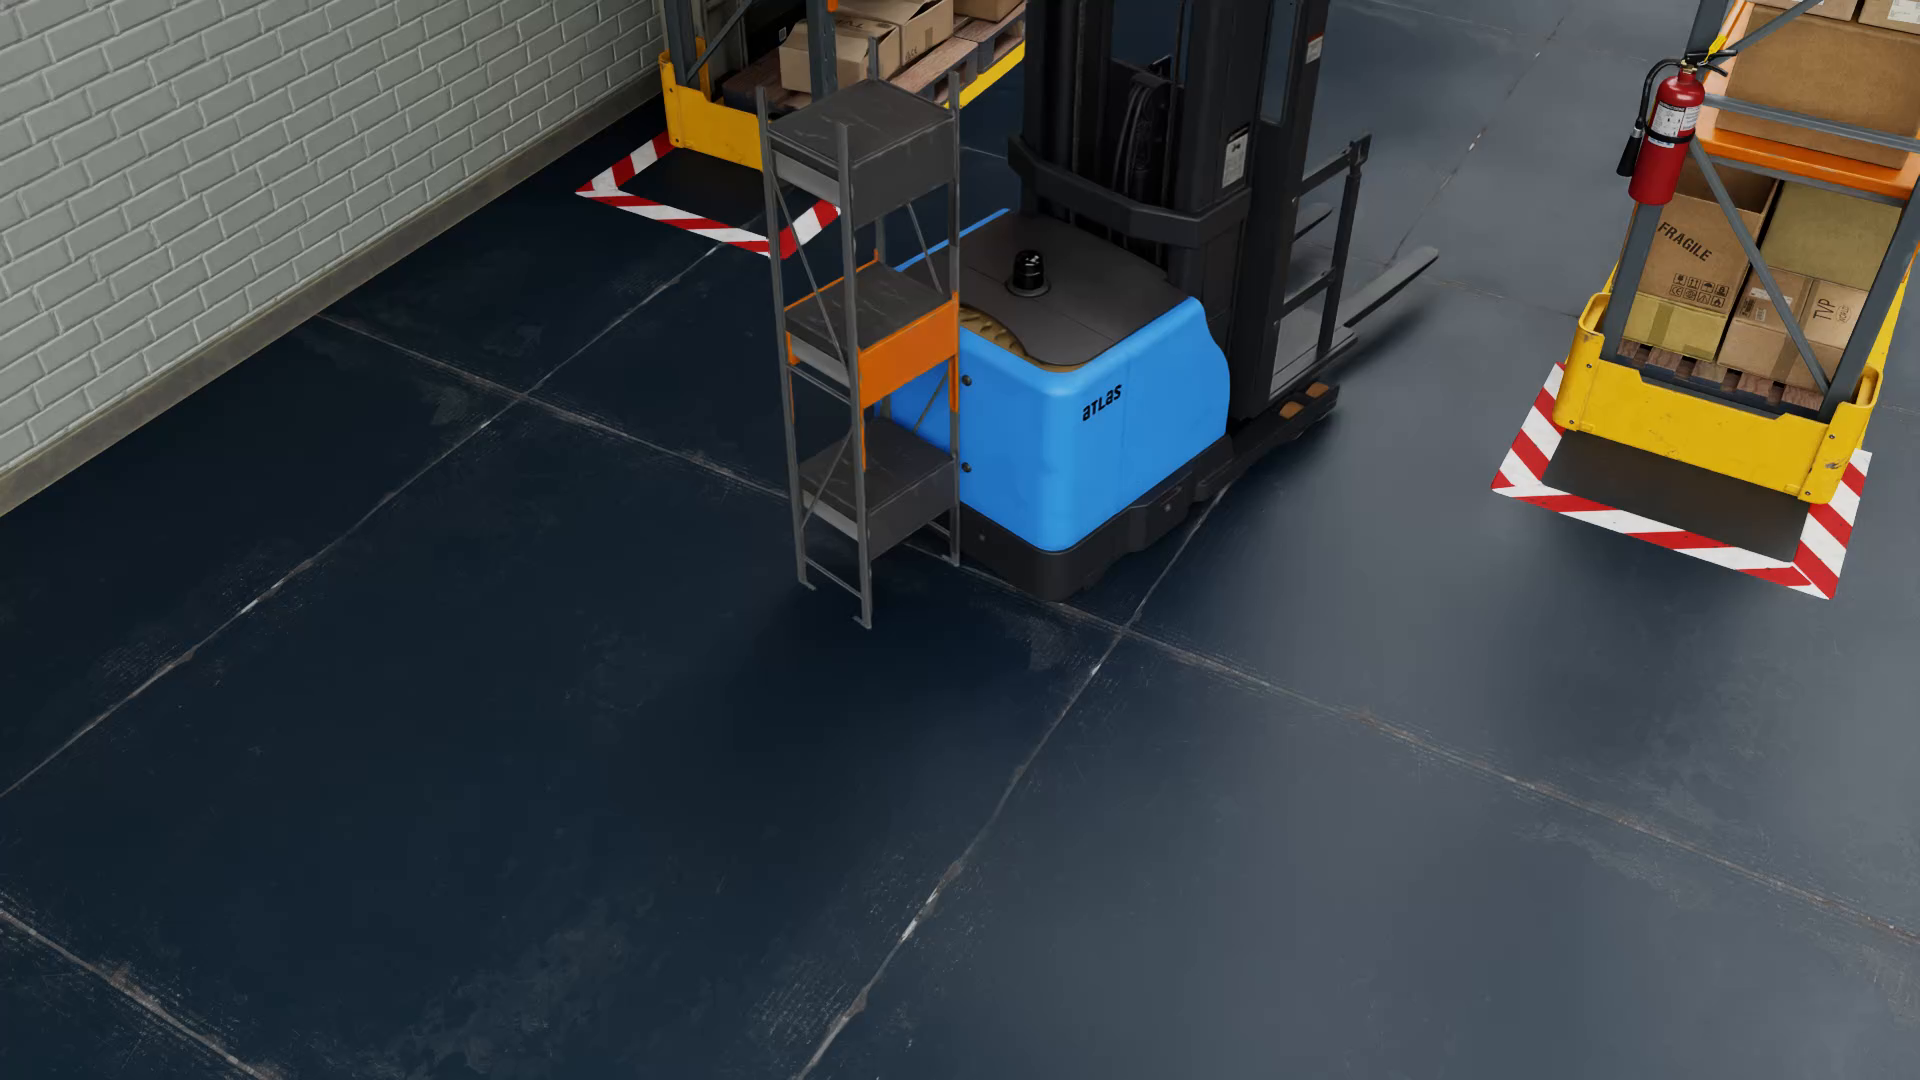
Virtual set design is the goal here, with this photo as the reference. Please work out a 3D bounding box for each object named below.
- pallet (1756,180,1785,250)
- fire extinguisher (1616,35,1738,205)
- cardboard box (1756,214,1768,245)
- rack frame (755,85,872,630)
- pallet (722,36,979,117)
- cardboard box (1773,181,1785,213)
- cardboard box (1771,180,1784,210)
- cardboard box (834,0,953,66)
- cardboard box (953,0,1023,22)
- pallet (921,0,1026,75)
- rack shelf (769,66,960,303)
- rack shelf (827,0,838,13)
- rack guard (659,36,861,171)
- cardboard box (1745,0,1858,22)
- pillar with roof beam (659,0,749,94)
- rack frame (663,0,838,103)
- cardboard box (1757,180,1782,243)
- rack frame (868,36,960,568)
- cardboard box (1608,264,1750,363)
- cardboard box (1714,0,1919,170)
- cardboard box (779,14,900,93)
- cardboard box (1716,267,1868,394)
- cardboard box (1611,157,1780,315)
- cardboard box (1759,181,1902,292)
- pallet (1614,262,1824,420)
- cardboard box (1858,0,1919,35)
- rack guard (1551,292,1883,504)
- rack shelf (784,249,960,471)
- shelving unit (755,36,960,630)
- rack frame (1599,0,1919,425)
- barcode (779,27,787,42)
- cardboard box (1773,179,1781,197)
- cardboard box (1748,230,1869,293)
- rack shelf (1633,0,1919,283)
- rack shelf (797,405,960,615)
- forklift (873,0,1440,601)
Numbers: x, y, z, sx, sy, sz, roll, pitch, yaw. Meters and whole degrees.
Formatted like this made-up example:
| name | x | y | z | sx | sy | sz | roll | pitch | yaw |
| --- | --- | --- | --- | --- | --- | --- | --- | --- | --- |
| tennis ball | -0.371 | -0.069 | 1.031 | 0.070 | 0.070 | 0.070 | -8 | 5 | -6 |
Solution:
| name | x | y | z | sx | sy | sz | roll | pitch | yaw |
| --- | --- | --- | --- | --- | --- | --- | --- | --- | --- |
| pallet | 4.156 | -1.664 | 8.479 | 1.003 | 0.211 | 1.213 | 21 | 45 | 22 |
| fire extinguisher | 2.737 | -1.620 | 6.379 | 0.296 | 0.674 | 0.183 | 21 | 45 | 22 |
| cardboard box | 3.451 | -1.384 | 7.814 | 0.500 | 0.250 | 0.500 | 21 | 45 | 22 |
| rack frame | -0.488 | -0.538 | 5.772 | 0.400 | 2.100 | 0.015 | 32 | 51 | 31 |
| pallet | -0.617 | -2.650 | 9.599 | 1.003 | 0.211 | 1.213 | 21 | 45 | 22 |
| cardboard box | 4.147 | -1.781 | 7.698 | 0.500 | 0.500 | 0.500 | 21 | 45 | 22 |
| cardboard box | 3.951 | -1.956 | 8.464 | 0.500 | 0.250 | 0.500 | 21 | 45 | 22 |
| cardboard box | -0.383 | -3.048 | 9.643 | 0.500 | 0.311 | 0.500 | 25 | 47 | 25 |
| cardboard box | 0.028 | -3.522 | 10.038 | 0.700 | 0.500 | 0.500 | 18 | 45 | 19 |
| pallet | -0.006 | -3.345 | 10.389 | 1.003 | 0.211 | 1.213 | 21 | 45 | 22 |
| rack shelf | -0.320 | -1.170 | 5.451 | 0.431 | 0.518 | 0.480 | 32 | 51 | 31 |
| rack shelf | -0.091 | -4.074 | 9.651 | 1.077 | 0.370 | 4.000 | 21 | 45 | 22 |
| rack guard | -1.054 | -2.305 | 8.989 | 1.175 | 0.500 | 0.348 | 21 | 45 | 22 |
| cardboard box | 3.225 | -2.126 | 6.328 | 0.380 | 0.149 | 0.250 | 20 | 45 | 21 |
| pillar with roof beam | 2.236 | -4.714 | 5.294 | 9.100 | 9.000 | 0.400 | 21 | 45 | 22 |
| rack frame | -1.092 | -3.200 | 8.114 | 1.000 | 3.000 | 0.127 | 21 | 45 | 22 |
| cardboard box | 3.699 | -1.670 | 8.140 | 0.500 | 0.250 | 0.500 | 21 | 45 | 22 |
| rack frame | -0.152 | -0.771 | 6.037 | 0.400 | 2.100 | 0.015 | 32 | 51 | 31 |
| cardboard box | 3.211 | -1.094 | 7.485 | 0.500 | 0.250 | 0.500 | 21 | 45 | 22 |
| cardboard box | 3.443 | -1.864 | 6.521 | 0.700 | 0.500 | 0.500 | 21 | 45 | 22 |
| cardboard box | -0.668 | -2.722 | 9.273 | 0.500 | 0.311 | 0.500 | 16 | 44 | 17 |
| cardboard box | 3.659 | -0.922 | 7.291 | 0.500 | 0.250 | 0.500 | 21 | 45 | 22 |
| cardboard box | 3.209 | -1.376 | 7.238 | 0.500 | 0.500 | 0.500 | 21 | 45 | 22 |
| cardboard box | 3.908 | -1.491 | 7.368 | 0.500 | 0.500 | 0.500 | 21 | 45 | 22 |
| pallet | 3.545 | -0.968 | 7.690 | 1.003 | 0.211 | 1.213 | 21 | 45 | 22 |
| cardboard box | 3.581 | -1.998 | 6.182 | 0.380 | 0.149 | 0.250 | 21 | 45 | 22 |
| rack guard | 3.186 | -0.612 | 7.066 | 1.175 | 0.500 | 0.348 | 21 | 45 | 22 |
| rack shelf | -0.320 | -0.644 | 5.914 | 0.431 | 0.518 | 0.480 | 32 | 51 | 31 |
| shelving unit | -0.320 | -0.655 | 5.904 | 0.431 | 2.100 | 0.503 | 32 | 51 | 31 |
| rack frame | 3.198 | -1.563 | 6.256 | 1.000 | 3.000 | 0.127 | 21 | 45 | 22 |
| barcode | -1.005 | -2.868 | 9.432 | 0.001 | 0.075 | 0.075 | 21 | 45 | 22 |
| cardboard box | 3.697 | -1.953 | 7.893 | 0.500 | 0.500 | 0.500 | 21 | 45 | 22 |
| cardboard box | 3.906 | -1.210 | 7.617 | 0.500 | 0.250 | 0.500 | 21 | 45 | 22 |
| rack shelf | 4.199 | -2.438 | 7.793 | 1.077 | 0.370 | 4.000 | 21 | 45 | 22 |
| rack shelf | -0.320 | -0.119 | 6.376 | 0.431 | 0.518 | 0.480 | 32 | 51 | 31 |
| forklift | 1.021 | -1.747 | 6.516 | 1.130 | 2.935 | 3.031 | 32 | 51 | 31 |
